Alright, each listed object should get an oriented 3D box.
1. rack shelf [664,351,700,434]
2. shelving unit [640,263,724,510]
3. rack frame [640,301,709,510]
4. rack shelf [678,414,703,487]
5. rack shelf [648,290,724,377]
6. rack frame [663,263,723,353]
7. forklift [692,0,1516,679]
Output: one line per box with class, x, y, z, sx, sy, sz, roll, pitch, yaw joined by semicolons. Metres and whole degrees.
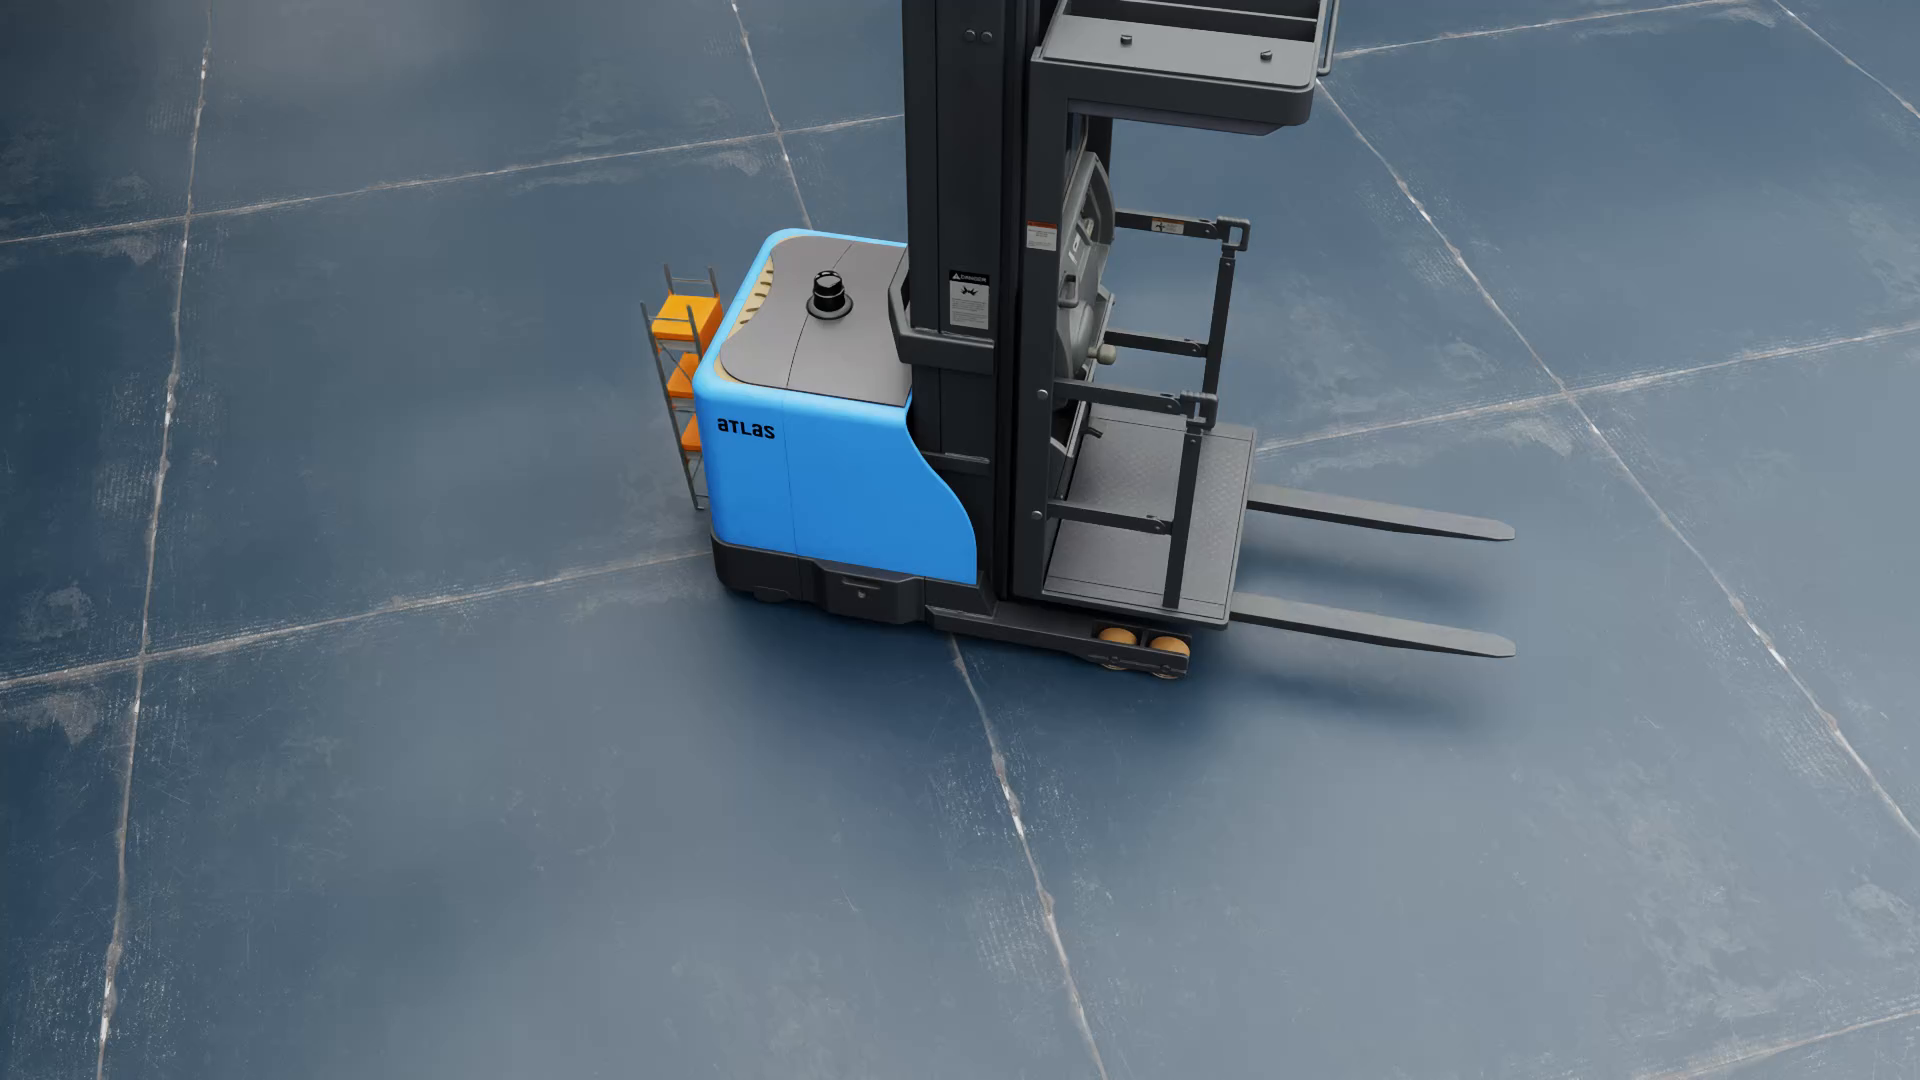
rack shelf;-1.014;-0.574;6.580;0.215;0.259;0.240;6;46;13
shelving unit;-1.015;-0.581;6.573;0.215;1.050;0.252;6;46;13
rack frame;-1.043;-0.496;6.490;0.200;1.050;0.008;6;46;13
rack shelf;-0.992;-0.376;6.774;0.215;0.259;0.240;6;46;13
rack shelf;-1.038;-0.776;6.382;0.215;0.259;0.240;6;46;13
rack frame;-0.988;-0.666;6.656;0.200;1.050;0.008;6;46;13
forklift;0.614;-0.925;5.604;3.031;2.935;1.130;9;46;9
